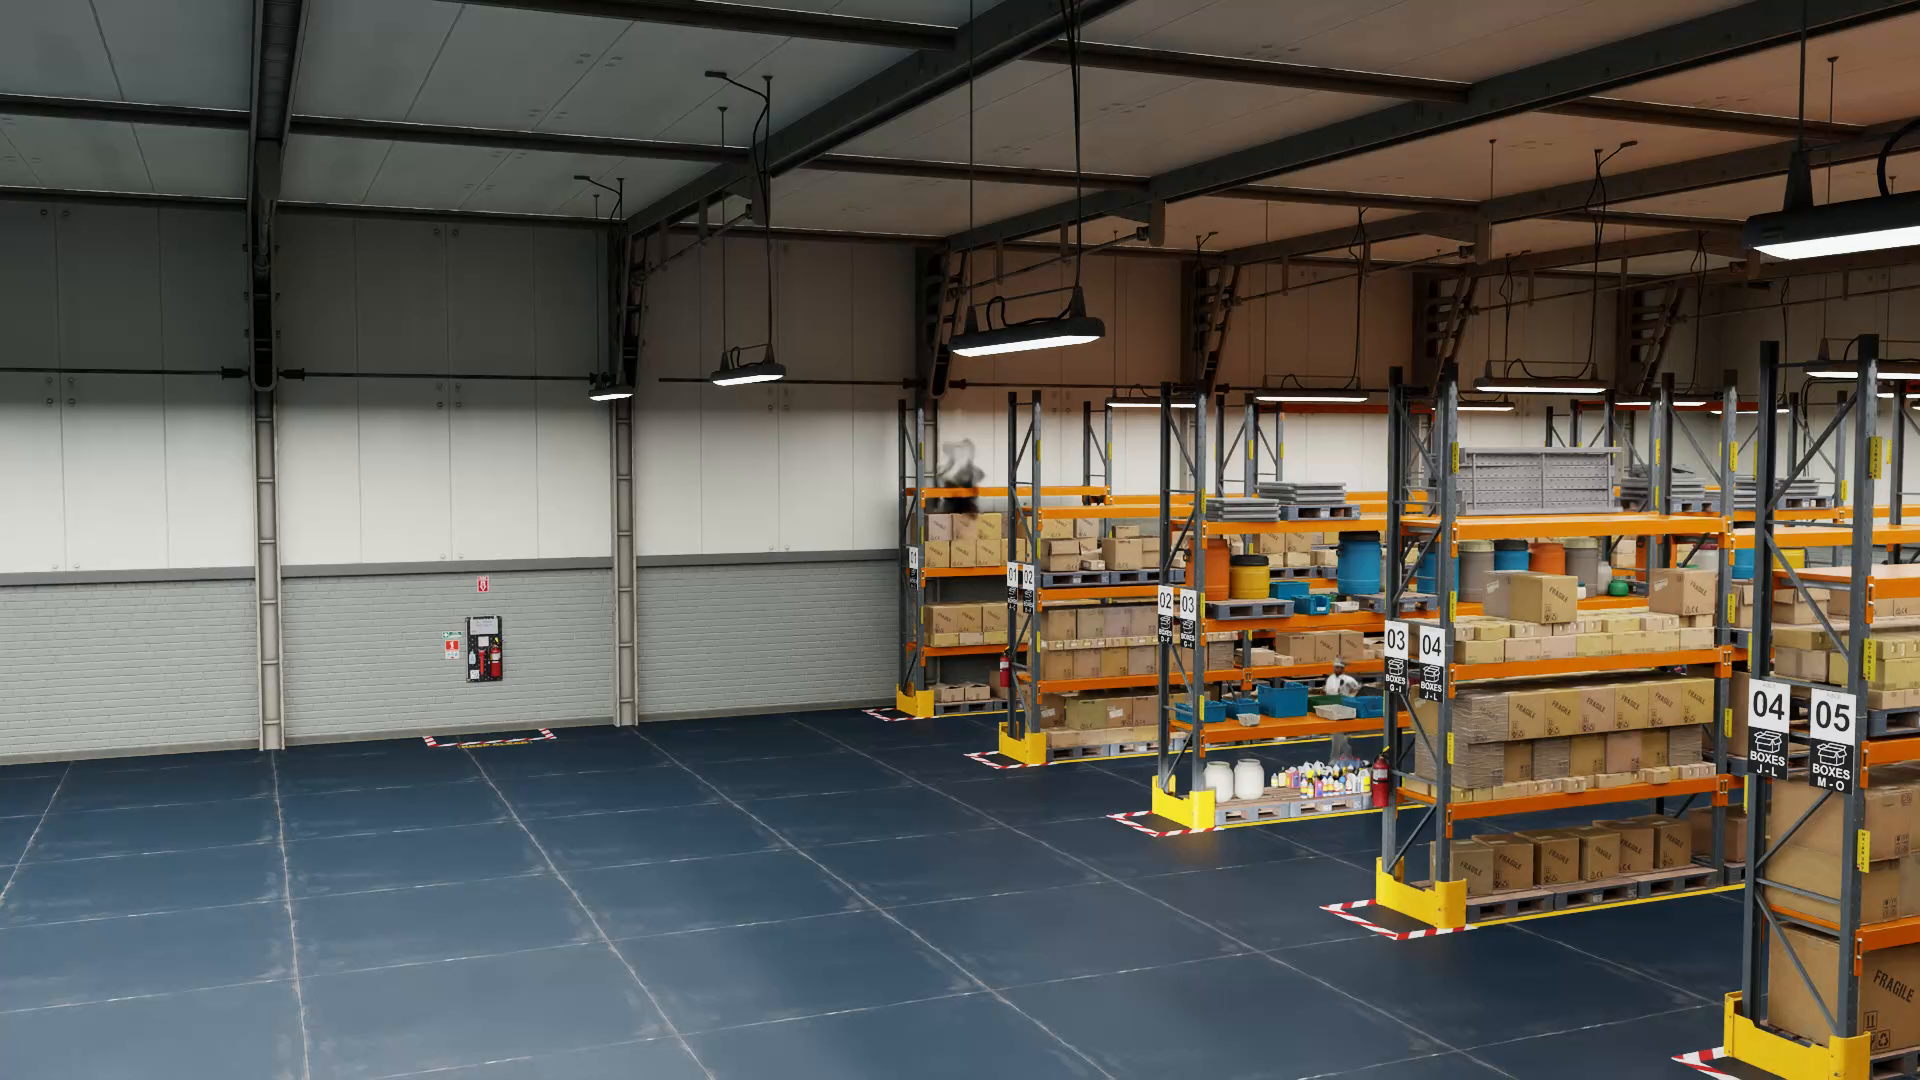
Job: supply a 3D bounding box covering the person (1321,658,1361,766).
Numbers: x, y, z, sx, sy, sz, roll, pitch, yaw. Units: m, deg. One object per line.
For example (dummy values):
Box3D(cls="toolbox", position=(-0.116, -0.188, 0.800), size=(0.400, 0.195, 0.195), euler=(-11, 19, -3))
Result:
Box3D(cls="person", position=(6.057, 2.755, 26.597), size=(0.742, 1.755, 0.560), euler=(-2, 4, -36))
